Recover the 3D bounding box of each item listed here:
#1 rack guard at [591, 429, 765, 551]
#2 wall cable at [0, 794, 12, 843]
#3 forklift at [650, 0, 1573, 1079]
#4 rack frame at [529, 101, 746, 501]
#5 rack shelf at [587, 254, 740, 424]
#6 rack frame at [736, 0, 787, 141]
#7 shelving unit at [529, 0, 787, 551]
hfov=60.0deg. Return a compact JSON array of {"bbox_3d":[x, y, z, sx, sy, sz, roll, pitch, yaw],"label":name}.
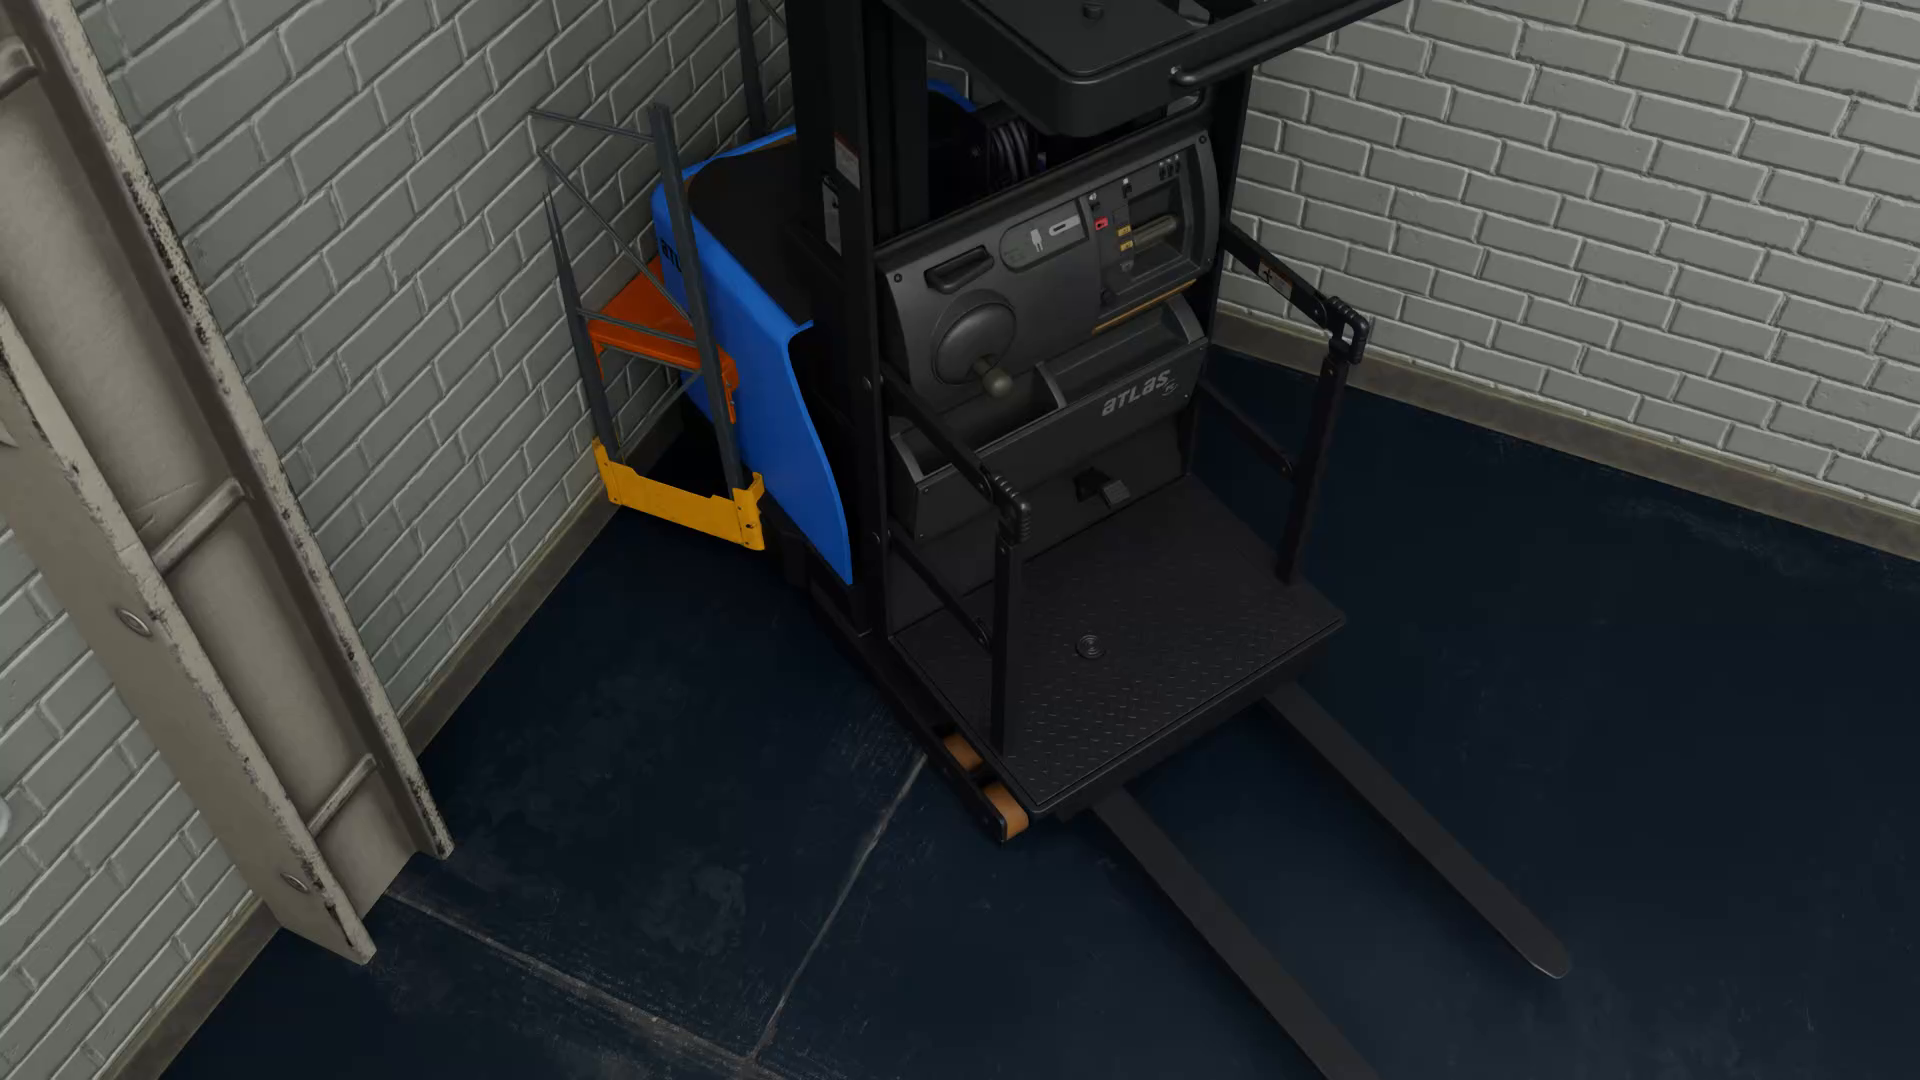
[{"bbox_3d":[-0.853,-0.161,5.100,0.587,0.250,0.087,18,49,21],"label":"rack guard"},{"bbox_3d":[-2.278,0.568,2.130,0.084,1.984,1.851,20,52,16],"label":"wall cable"},{"bbox_3d":[0.360,-0.558,3.800,1.130,2.935,3.031,-28,55,-22],"label":"forklift"},{"bbox_3d":[-0.896,-0.589,4.646,0.500,1.500,0.032,18,49,21],"label":"rack frame"},{"bbox_3d":[-0.658,-0.793,5.085,0.538,0.185,1.000,18,49,21],"label":"rack shelf"},{"bbox_3d":[-0.440,-1.250,5.269,0.500,1.500,0.032,18,49,21],"label":"rack frame"},{"bbox_3d":[-0.664,-0.925,4.963,0.587,1.500,1.083,18,49,21],"label":"shelving unit"}]
